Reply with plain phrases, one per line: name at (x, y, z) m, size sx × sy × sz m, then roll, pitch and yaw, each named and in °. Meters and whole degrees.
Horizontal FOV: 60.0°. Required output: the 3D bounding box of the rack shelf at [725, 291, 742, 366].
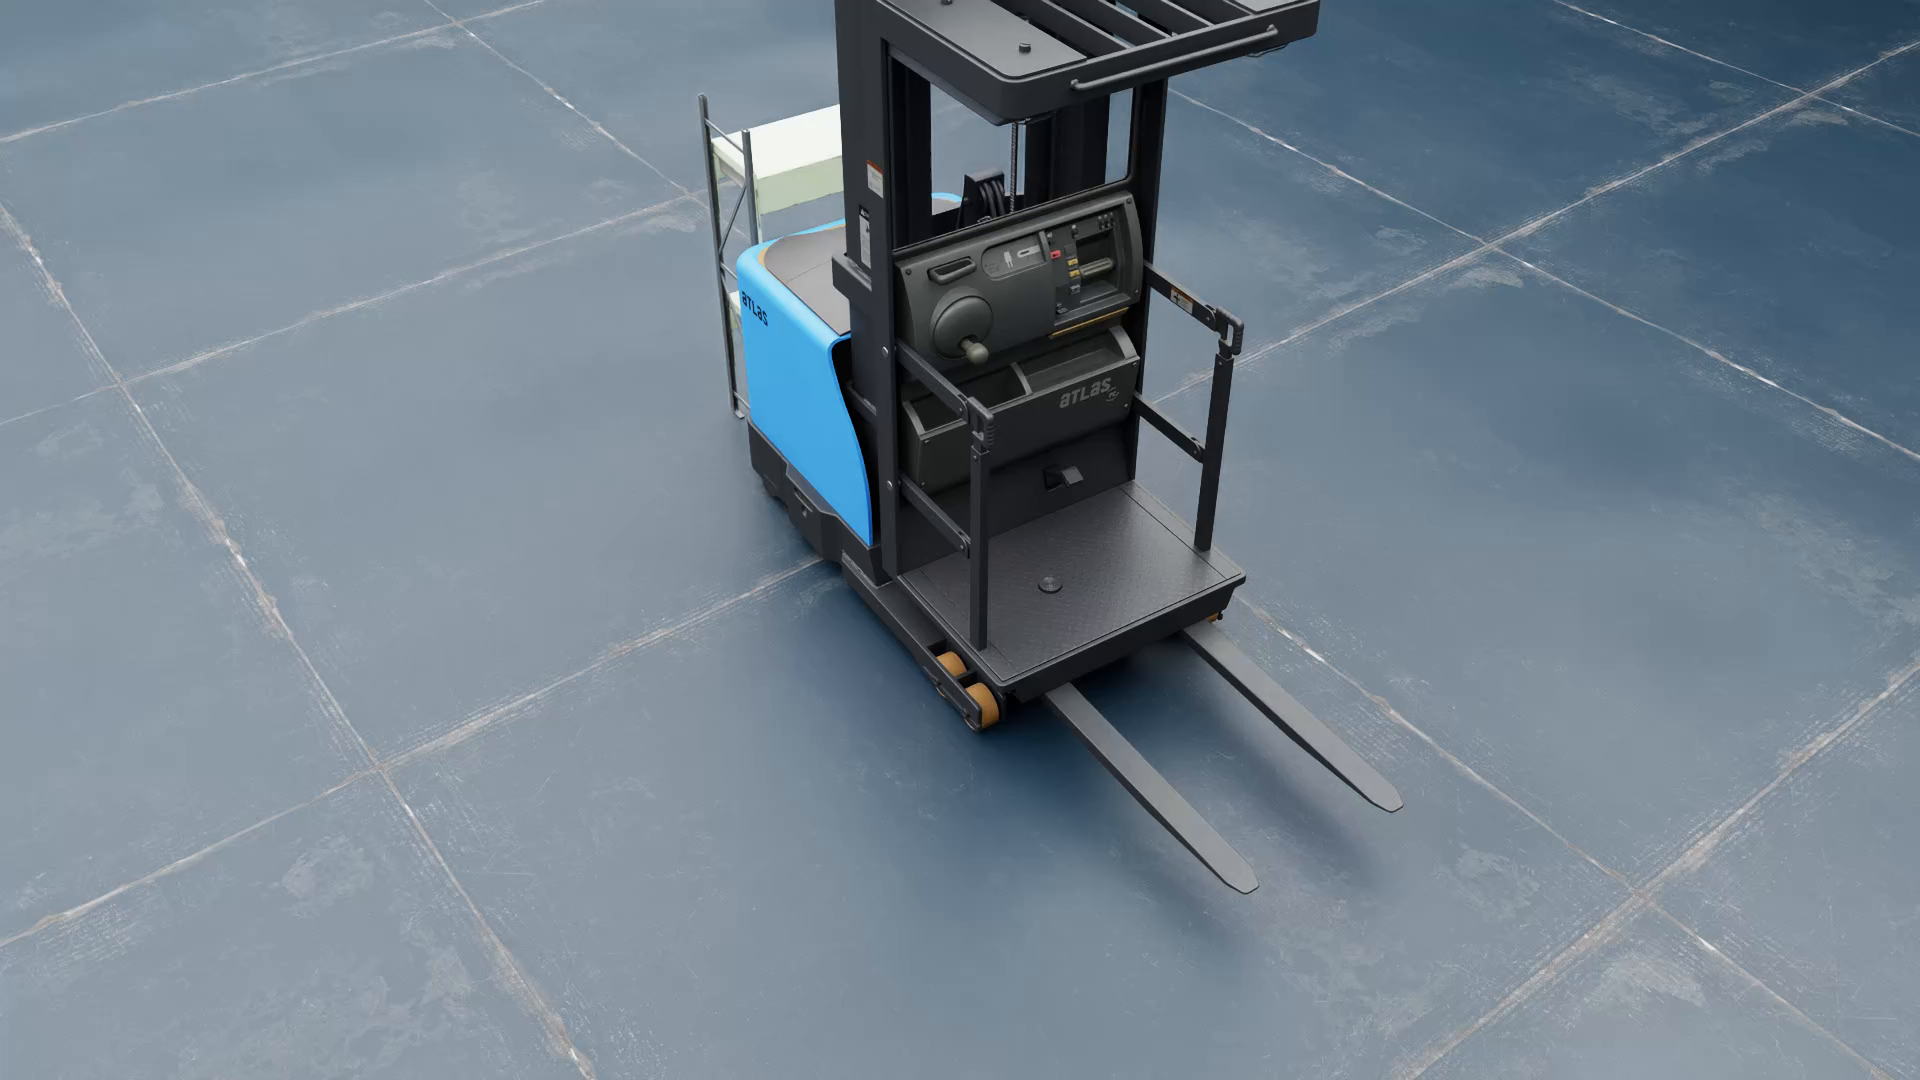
rack shelf at (-0.602, -0.938, 7.225) m, size 0.720 × 0.370 × 0.431 m, roll -23°, pitch 44°, yaw -25°

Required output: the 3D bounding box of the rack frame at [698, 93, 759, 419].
rack frame at (-0.908, -1.063, 6.863) m, size 0.023 × 1.500 × 0.400 m, roll -23°, pitch 44°, yaw -25°

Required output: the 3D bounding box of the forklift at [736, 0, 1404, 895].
forklift at (0.336, -0.801, 5.415) m, size 1.130 × 2.935 × 3.031 m, roll -22°, pitch 44°, yaw -25°

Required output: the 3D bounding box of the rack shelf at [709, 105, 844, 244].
rack shelf at (-0.602, -1.491, 6.770) m, size 0.720 × 0.370 × 0.431 m, roll -23°, pitch 44°, yaw -25°

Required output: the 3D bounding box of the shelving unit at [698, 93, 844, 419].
shelving unit at (-0.602, -1.190, 7.018) m, size 0.755 × 1.500 × 0.431 m, roll -23°, pitch 44°, yaw -25°
